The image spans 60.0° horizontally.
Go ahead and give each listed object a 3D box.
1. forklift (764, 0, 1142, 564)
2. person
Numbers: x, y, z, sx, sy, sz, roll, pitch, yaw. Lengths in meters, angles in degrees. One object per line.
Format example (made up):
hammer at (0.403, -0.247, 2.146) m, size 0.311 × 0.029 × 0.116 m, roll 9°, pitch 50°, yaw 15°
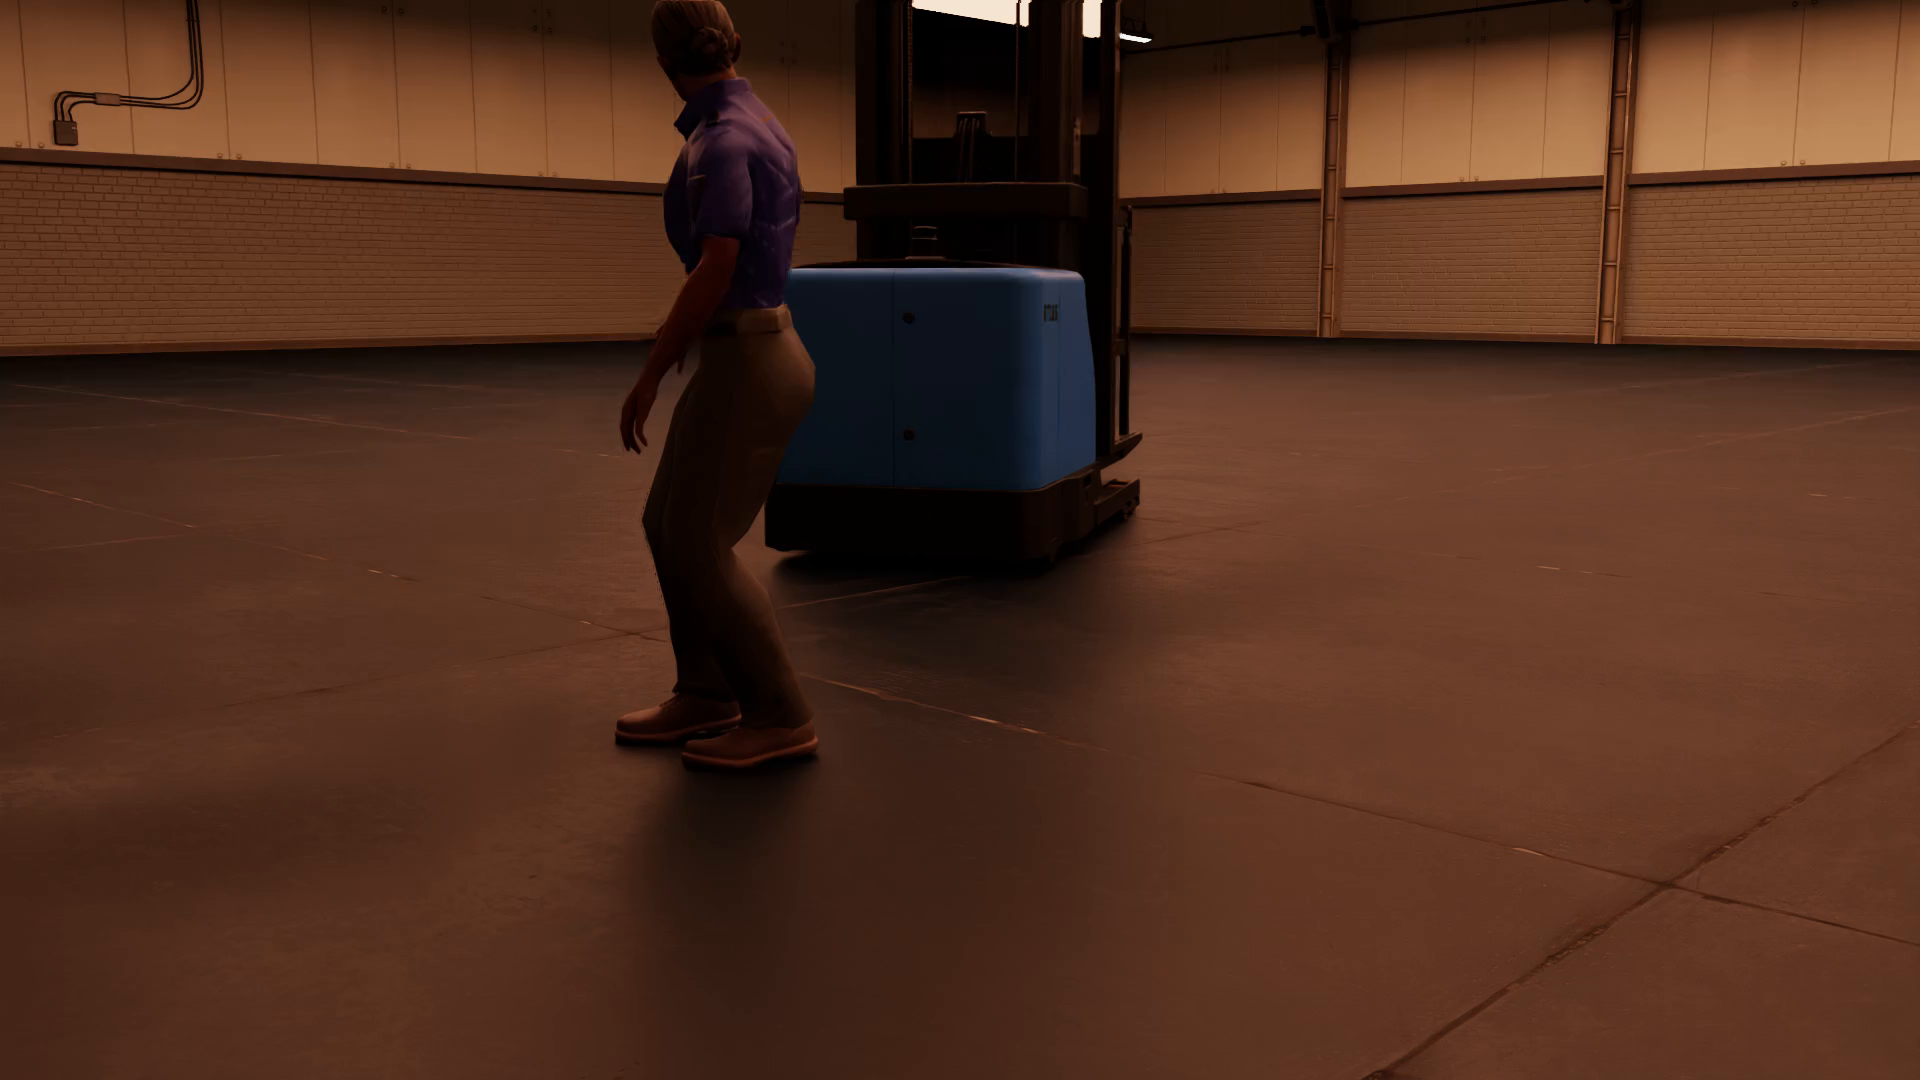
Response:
forklift at (0.183, -1.544, 7.127) m, size 1.130 × 2.935 × 3.031 m, roll 2°, pitch 9°, yaw 16°
person at (-0.539, -0.329, 3.520) m, size 0.463 × 1.621 × 0.655 m, roll -1°, pitch 9°, yaw -3°
